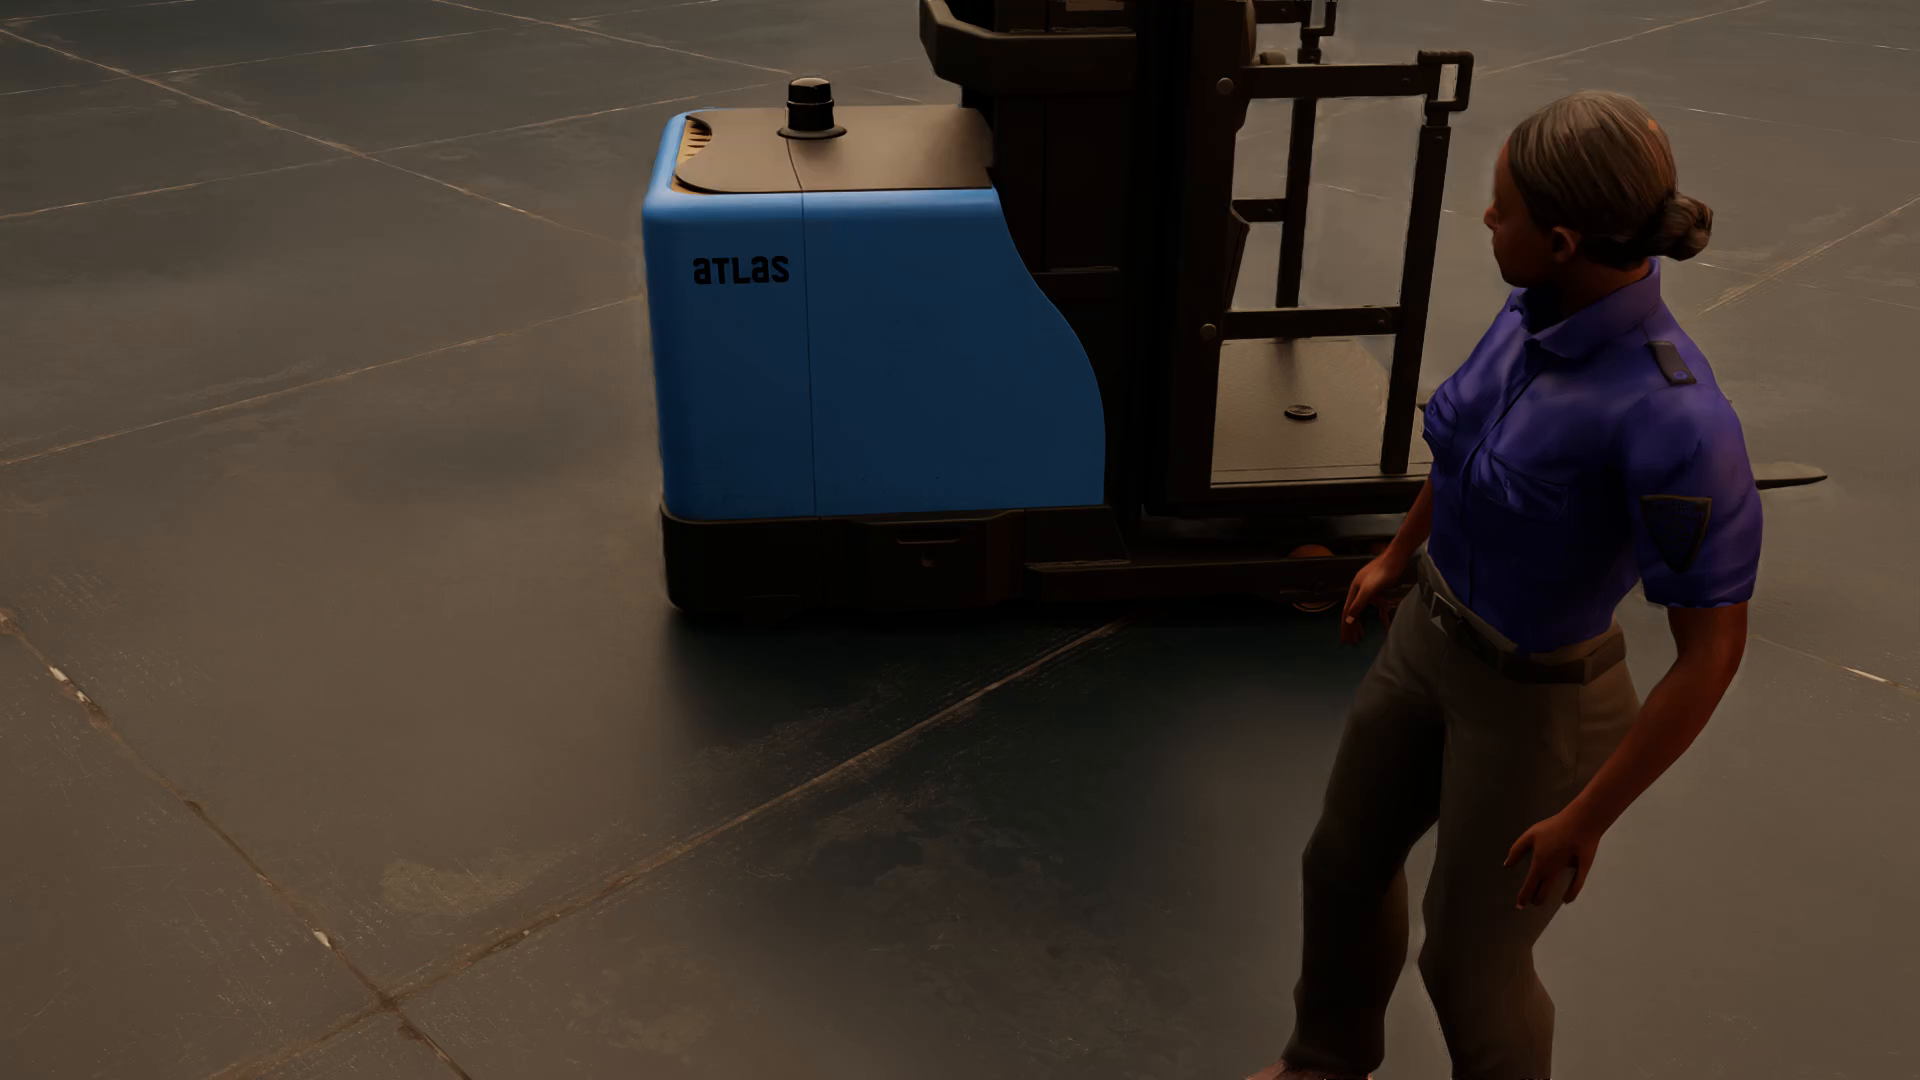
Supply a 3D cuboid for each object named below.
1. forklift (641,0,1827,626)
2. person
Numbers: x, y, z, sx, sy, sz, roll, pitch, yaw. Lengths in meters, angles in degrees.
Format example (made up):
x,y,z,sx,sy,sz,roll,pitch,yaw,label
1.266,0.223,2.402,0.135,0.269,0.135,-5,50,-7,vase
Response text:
x,y,z,sx,sy,sz,roll,pitch,yaw,label
0.747,-1.365,3.996,3.031,2.935,1.130,-2,26,-5,forklift
0.660,0.234,2.215,0.474,1.633,0.658,-8,27,-17,person
